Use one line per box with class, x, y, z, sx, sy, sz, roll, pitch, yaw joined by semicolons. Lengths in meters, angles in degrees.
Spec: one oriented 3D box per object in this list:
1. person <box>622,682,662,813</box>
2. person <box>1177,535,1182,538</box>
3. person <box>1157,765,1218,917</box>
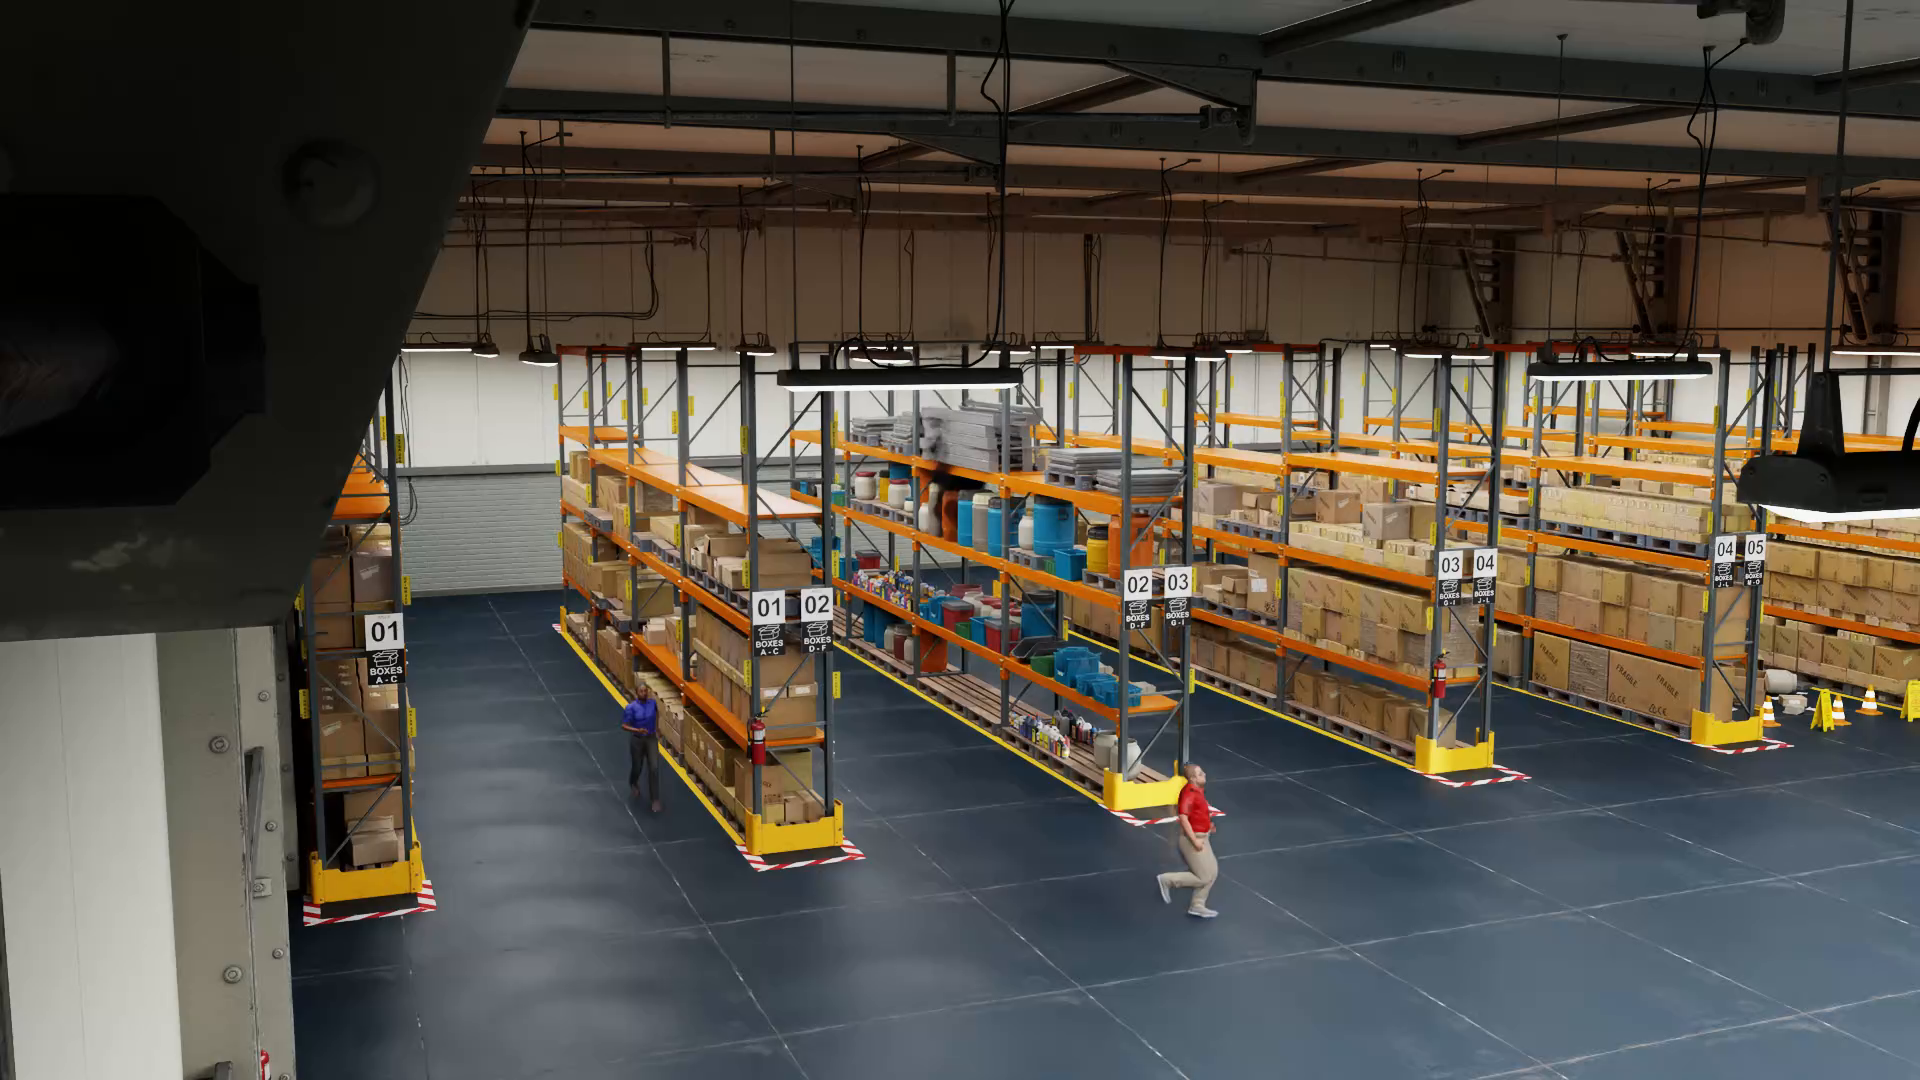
person;-4.206;2.703;22.051;0.573;1.672;0.932;-4;8;-27
person;5.028;0.702;37.990;0.583;1.637;0.549;-2;7;-13
person;2.466;3.245;17.927;0.659;1.685;0.683;1;7;10
